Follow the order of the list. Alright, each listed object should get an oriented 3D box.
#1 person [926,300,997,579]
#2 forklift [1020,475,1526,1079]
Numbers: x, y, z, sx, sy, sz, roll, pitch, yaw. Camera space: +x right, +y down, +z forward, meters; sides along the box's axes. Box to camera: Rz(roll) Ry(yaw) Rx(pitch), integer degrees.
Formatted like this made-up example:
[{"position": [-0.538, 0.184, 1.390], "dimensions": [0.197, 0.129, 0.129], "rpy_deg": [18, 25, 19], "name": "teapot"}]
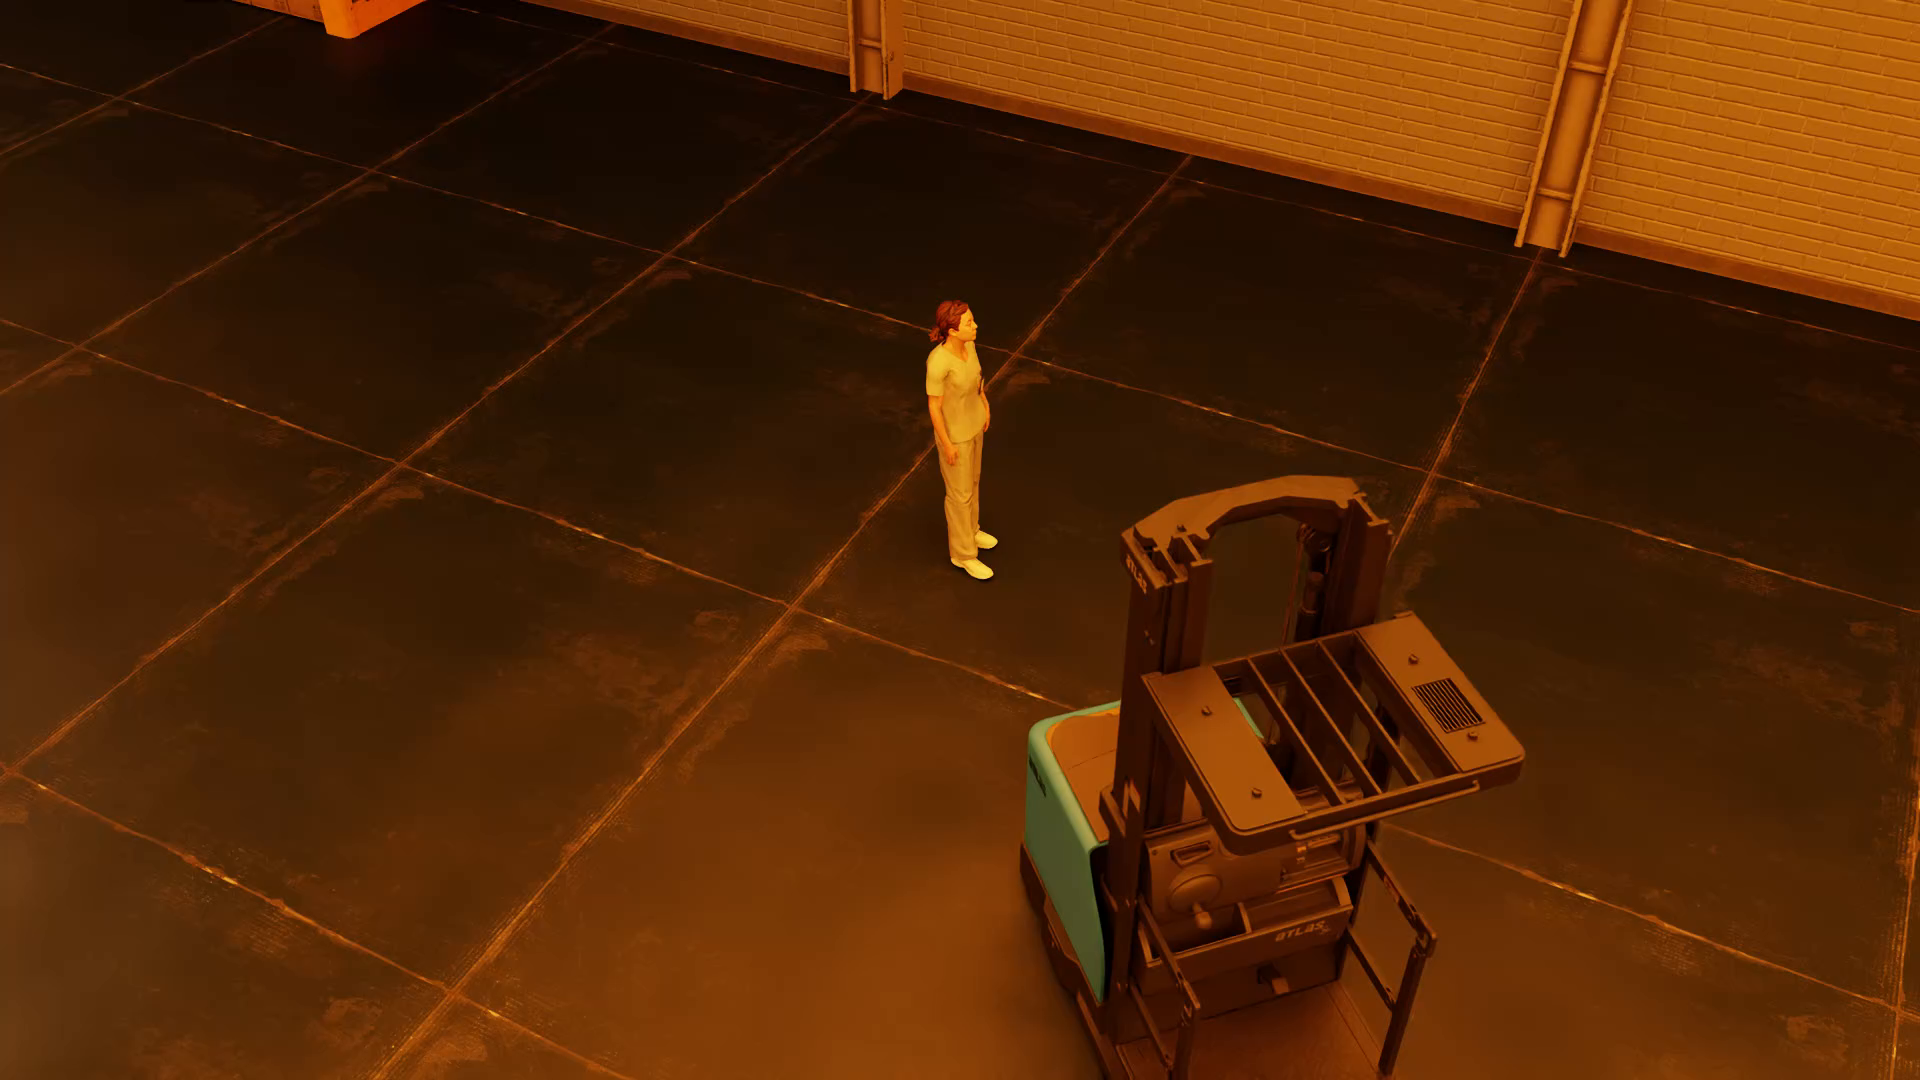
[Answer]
[{"position": [0.059, -0.617, 9.683], "dimensions": [0.549, 1.675, 0.550], "rpy_deg": [18, 43, 21], "name": "person"}, {"position": [1.244, 1.337, 6.398], "dimensions": [1.130, 2.935, 3.031], "rpy_deg": [-12, 42, -14], "name": "forklift"}]
